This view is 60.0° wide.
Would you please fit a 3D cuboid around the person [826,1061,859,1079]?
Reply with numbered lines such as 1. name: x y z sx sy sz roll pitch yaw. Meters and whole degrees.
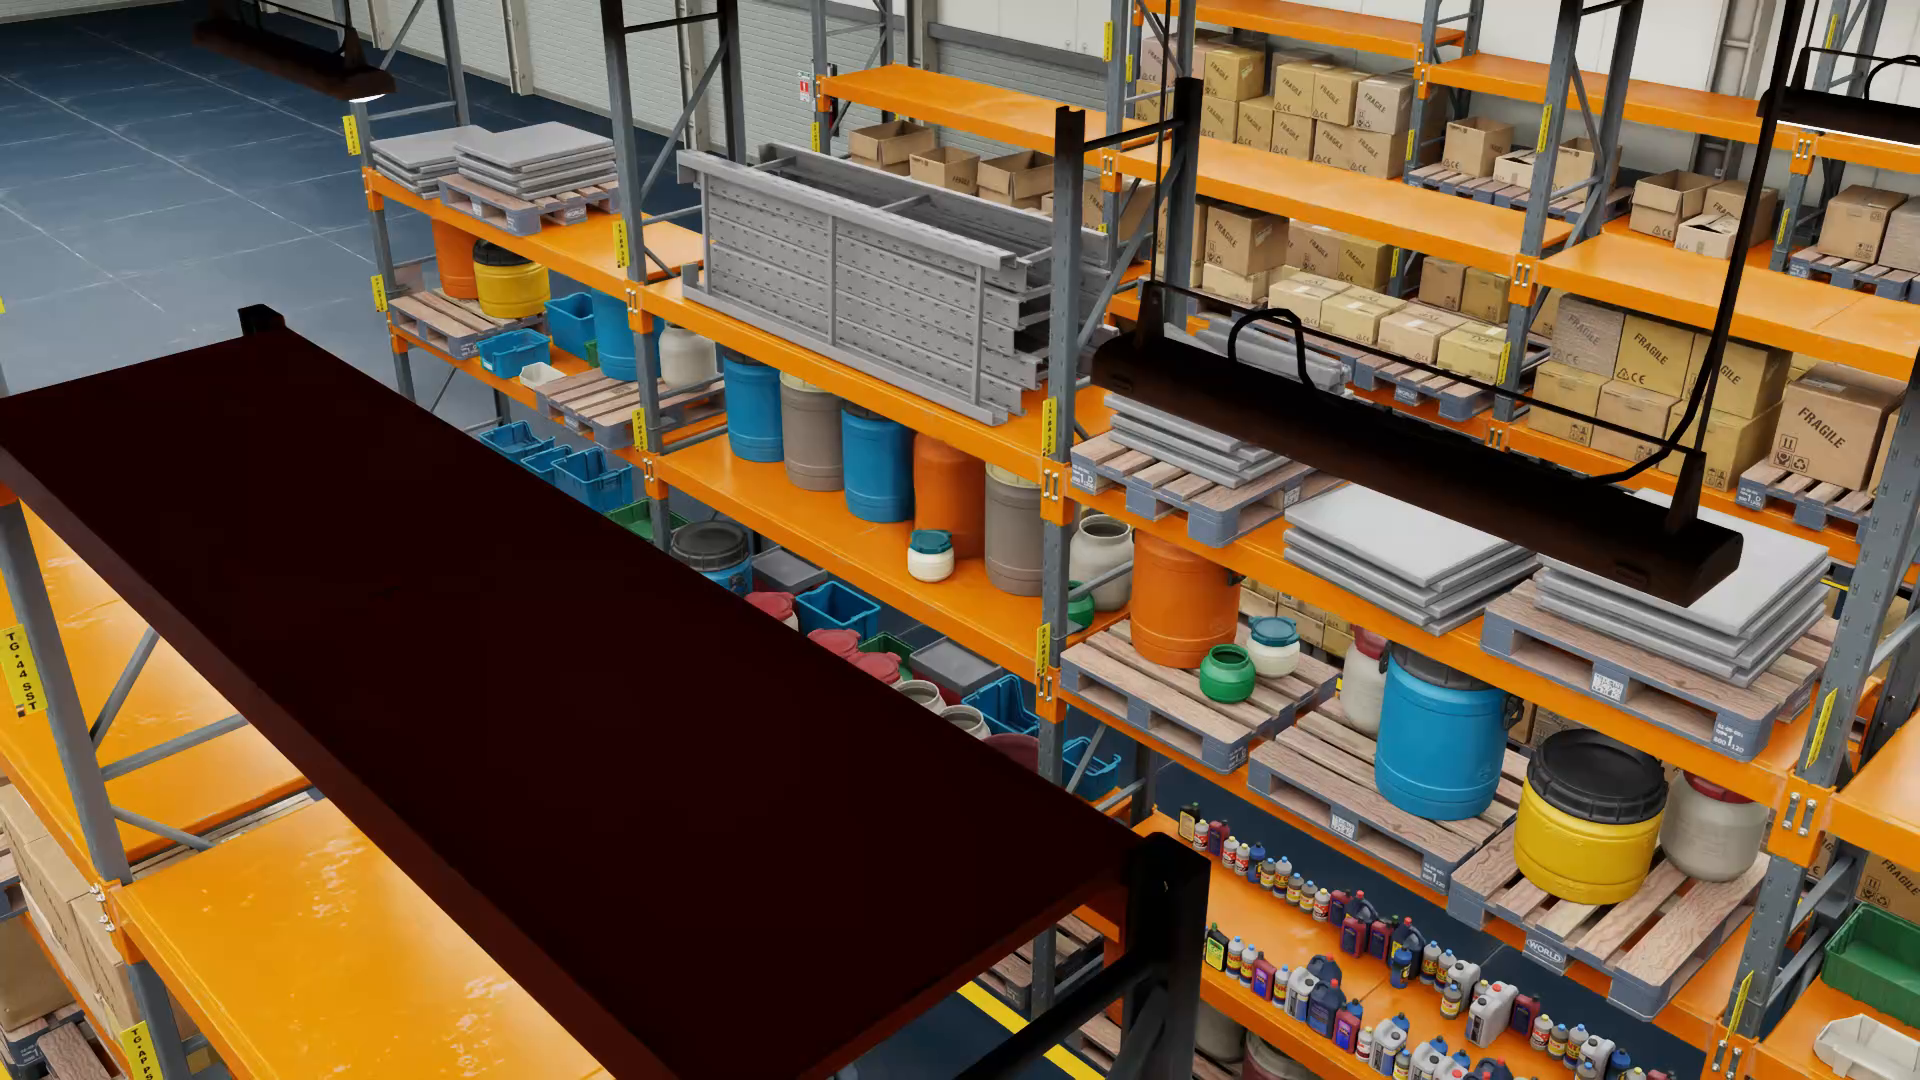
1. person: -0.767 2.761 9.617 0.749 1.672 0.669 -17 33 -29
